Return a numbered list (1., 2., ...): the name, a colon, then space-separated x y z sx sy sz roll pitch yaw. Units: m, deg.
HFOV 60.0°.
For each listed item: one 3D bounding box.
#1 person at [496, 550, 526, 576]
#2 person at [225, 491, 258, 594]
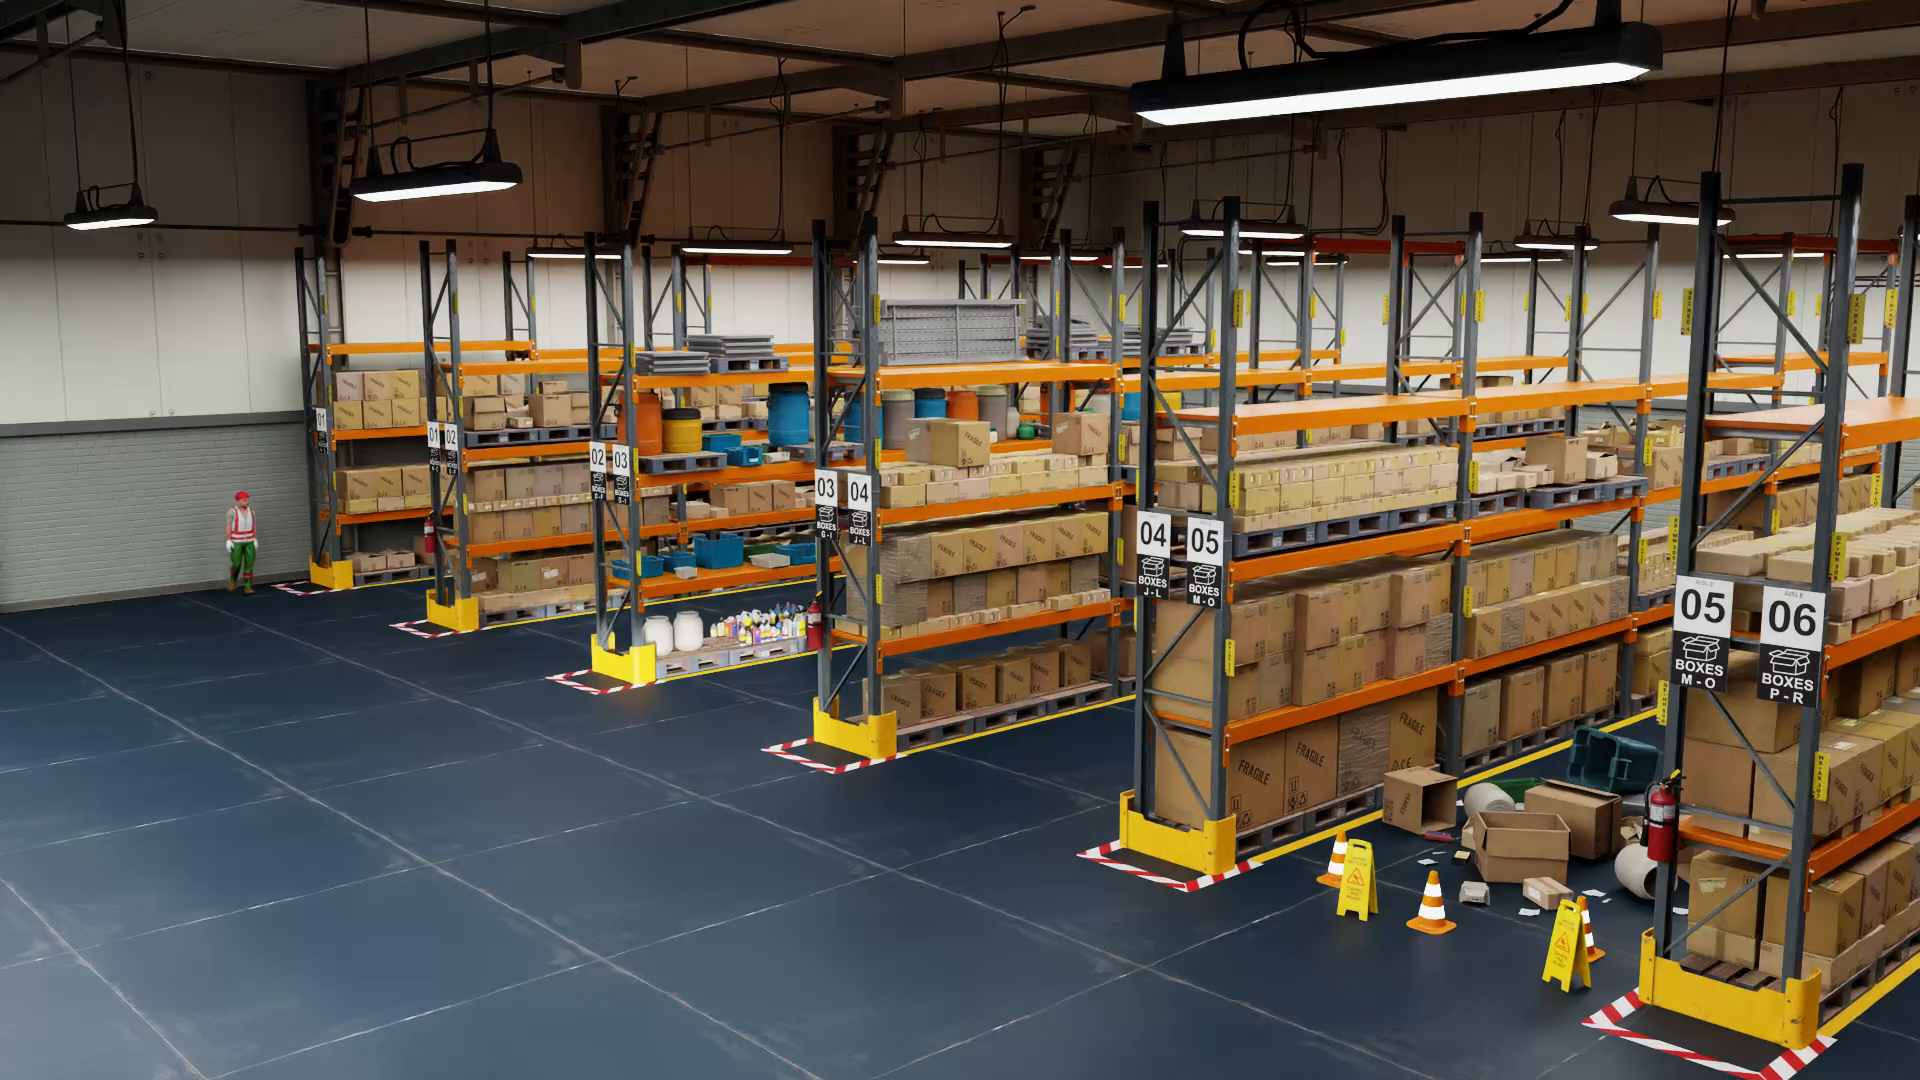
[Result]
1. person: -8.221 -0.191 30.587 0.584 1.712 0.989 6 10 33
2. person: -12.493 0.038 28.868 0.510 1.788 0.573 8 12 43
